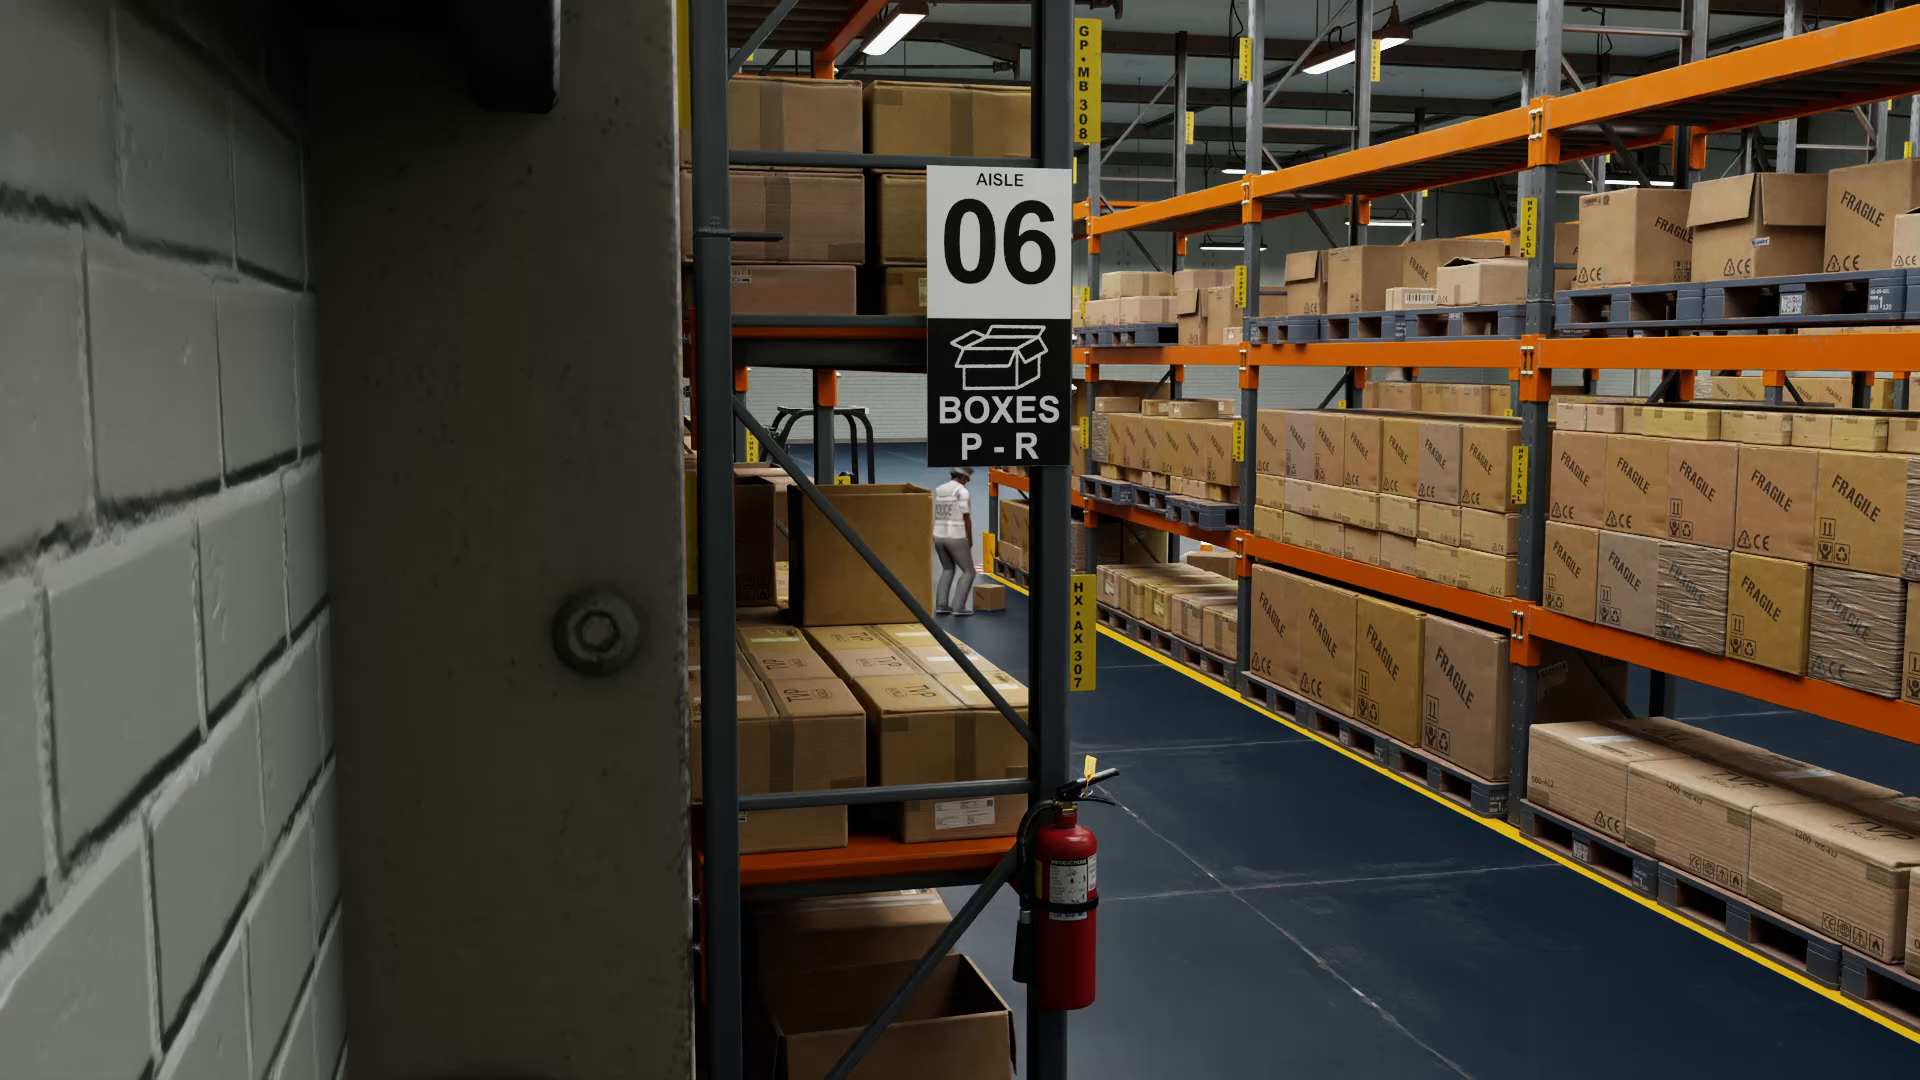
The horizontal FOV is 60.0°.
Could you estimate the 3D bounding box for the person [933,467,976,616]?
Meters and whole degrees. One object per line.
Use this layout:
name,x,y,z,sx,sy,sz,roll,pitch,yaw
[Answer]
person,-0.067,-0.003,17.600,0.500,1.592,0.469,-6,9,-44
